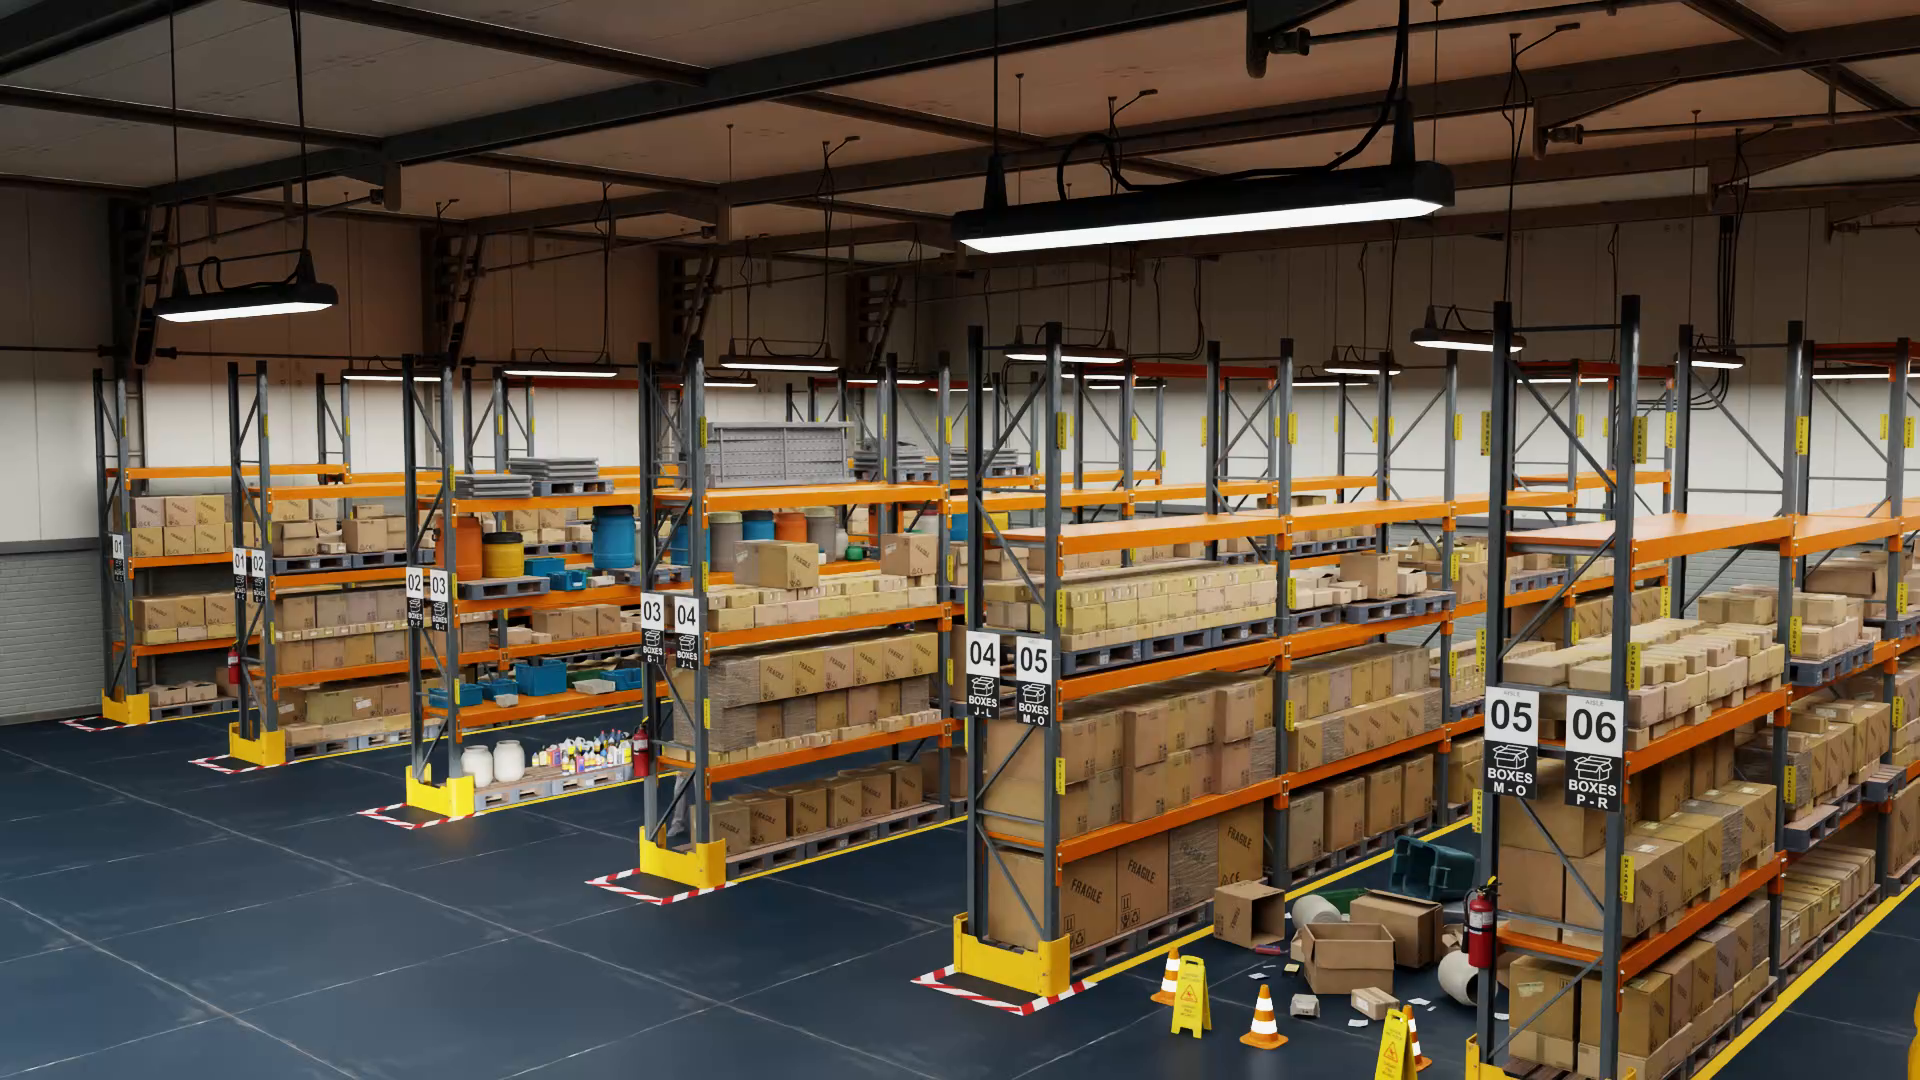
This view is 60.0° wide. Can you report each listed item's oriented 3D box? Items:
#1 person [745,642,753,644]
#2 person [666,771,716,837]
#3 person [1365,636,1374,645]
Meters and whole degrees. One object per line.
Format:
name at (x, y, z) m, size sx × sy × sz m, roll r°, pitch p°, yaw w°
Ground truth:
person at (-3.848, 2.079, 28.817) m, size 0.622 × 1.654 × 0.831 m, roll 2°, pitch 5°, yaw 25°
person at (-3.338, 2.783, 20.661) m, size 0.761 × 1.812 × 0.549 m, roll -2°, pitch 5°, yaw -30°
person at (6.768, 2.354, 27.417) m, size 0.387 × 1.538 × 0.972 m, roll 4°, pitch 5°, yaw 40°
